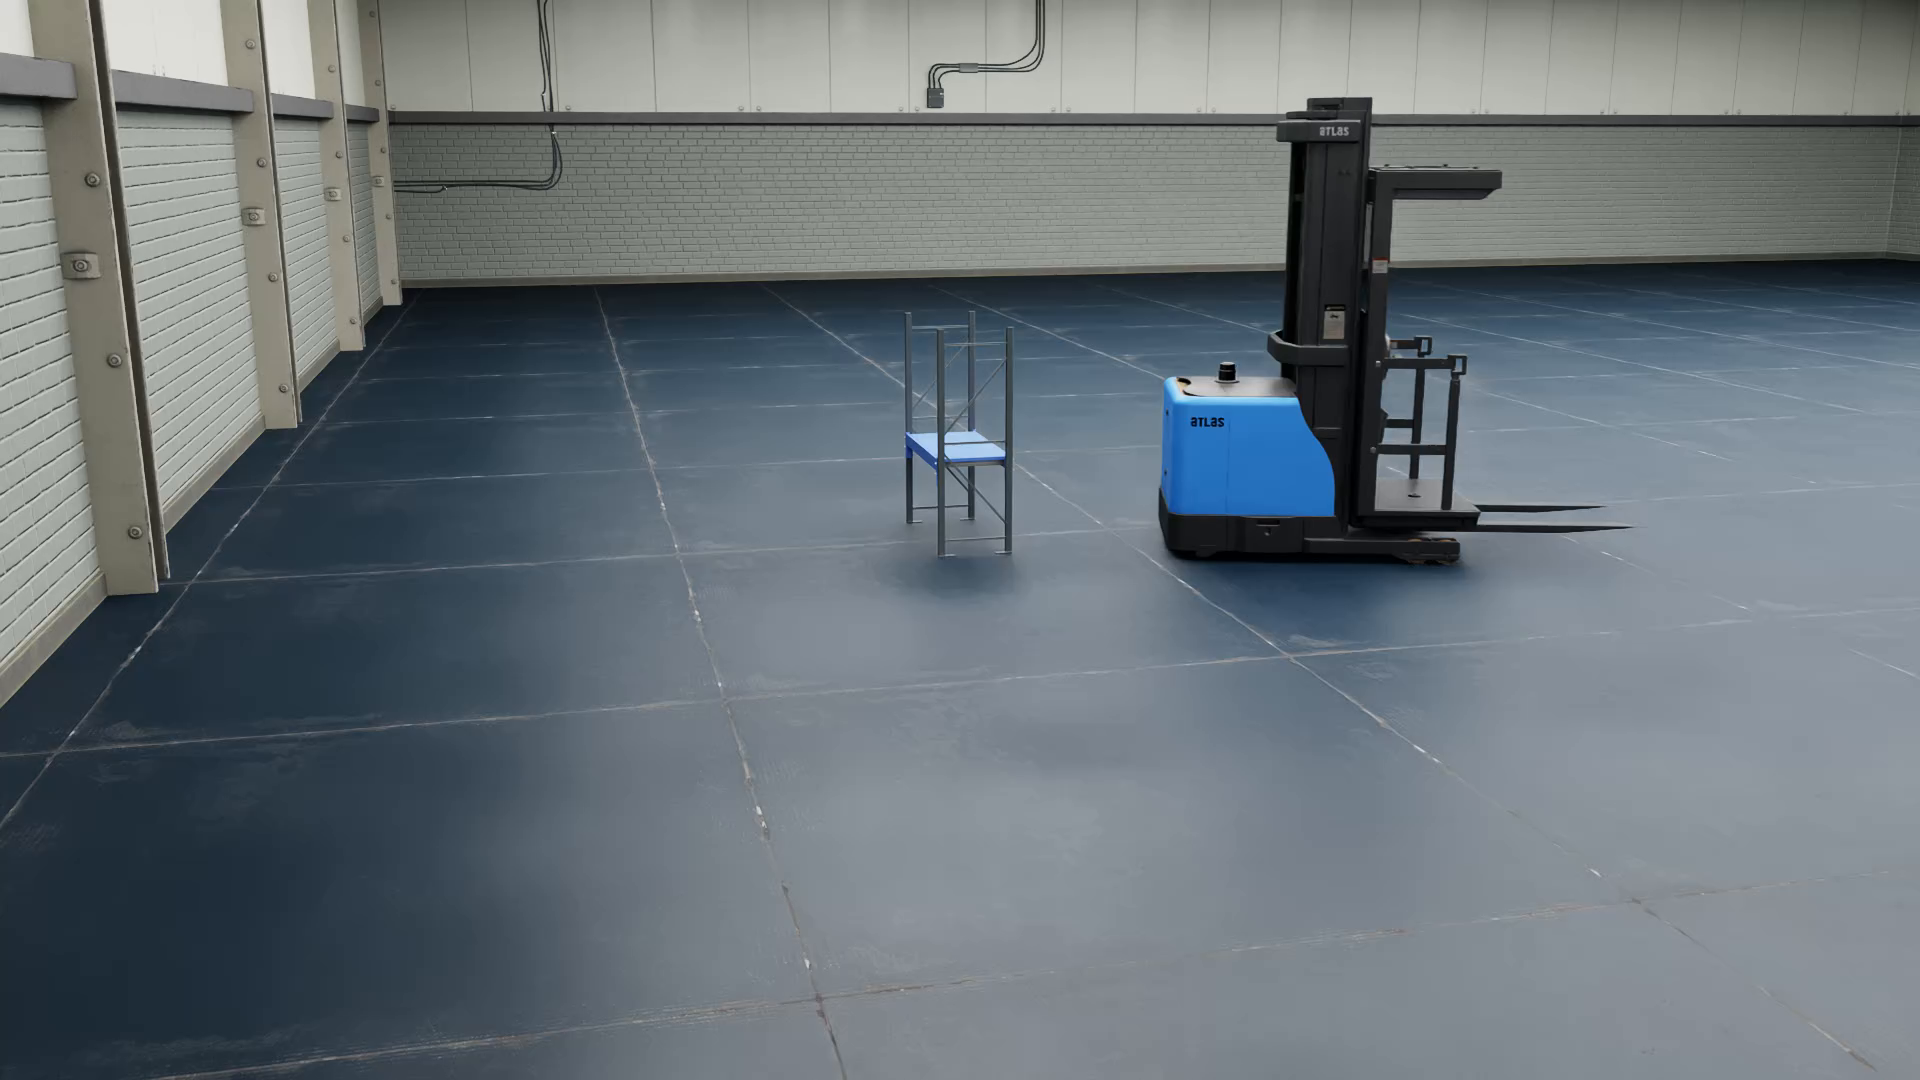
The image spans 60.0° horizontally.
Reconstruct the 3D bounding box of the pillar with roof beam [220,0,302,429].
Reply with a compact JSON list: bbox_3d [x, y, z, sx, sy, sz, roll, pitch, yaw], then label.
[{"bbox_3d":[-2.310,-5.713,15.848,9.100,9.000,0.400,-3,14,-13],"label":"pillar with roof beam"}]

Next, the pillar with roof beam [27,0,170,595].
[{"bbox_3d":[-0.901,-4.328,10.183,9.100,9.000,0.400,-3,14,-13],"label":"pillar with roof beam"}]

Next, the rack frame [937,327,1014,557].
[{"bbox_3d":[0.099,-0.631,10.850,0.500,1.500,0.032,-3,14,-13],"label":"rack frame"}]

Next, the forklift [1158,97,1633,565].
[{"bbox_3d":[2.894,-1.392,10.947,3.031,2.935,1.130,1,14,3],"label":"forklift"}]

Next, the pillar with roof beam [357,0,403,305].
[{"bbox_3d":[-5.128,-8.481,27.180,9.100,9.000,0.400,-3,14,-13],"label":"pillar with roof beam"}]

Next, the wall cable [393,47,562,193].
[{"bbox_3d":[-8.719,-7.486,29.649,3.097,2.526,0.112,-3,14,-13],"label":"wall cable"}]

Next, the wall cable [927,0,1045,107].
[{"bbox_3d":[0.512,-11.172,31.028,2.305,6.003,0.169,-3,14,-13],"label":"wall cable"}]

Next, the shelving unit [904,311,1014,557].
[{"bbox_3d":[-0.020,-0.748,11.330,0.538,1.500,1.048,-3,14,-13],"label":"shelving unit"}]

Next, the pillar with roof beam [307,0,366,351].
[{"bbox_3d":[-3.719,-7.097,21.514,9.100,9.000,0.400,-3,14,-13],"label":"pillar with roof beam"}]

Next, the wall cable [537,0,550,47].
[{"bbox_3d":[-6.090,-10.090,29.667,3.097,2.526,0.112,-3,14,-13],"label":"wall cable"}]

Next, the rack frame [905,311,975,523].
[{"bbox_3d":[-0.139,-0.866,11.810,0.500,1.500,0.032,-3,14,-13],"label":"rack frame"}]

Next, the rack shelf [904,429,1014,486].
[{"bbox_3d":[-0.020,-0.574,11.372,0.538,0.185,1.000,-3,14,-13],"label":"rack shelf"}]
